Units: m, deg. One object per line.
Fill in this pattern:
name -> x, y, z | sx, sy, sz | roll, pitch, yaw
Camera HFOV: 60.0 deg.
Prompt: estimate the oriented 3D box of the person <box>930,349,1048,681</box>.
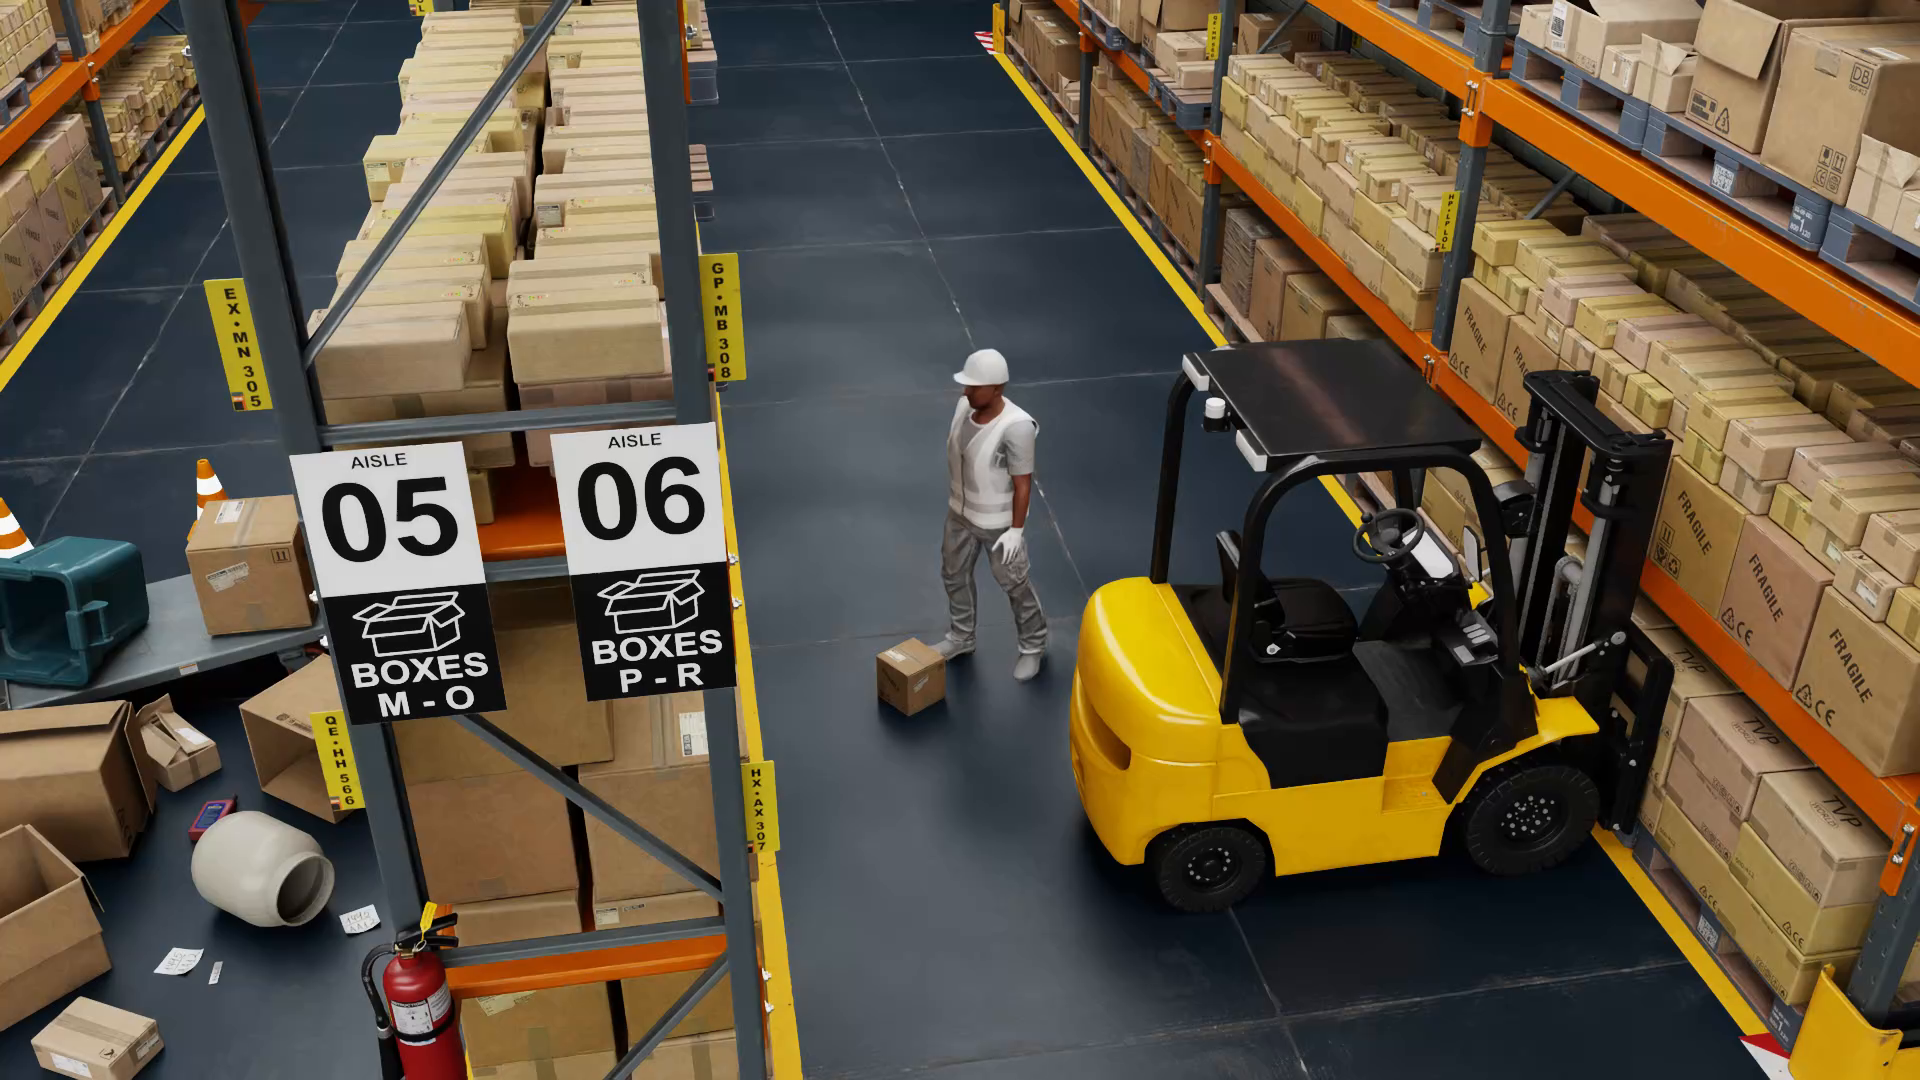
person -> 0.146, -0.122, 8.355 | 0.544, 1.800, 0.563 | -22, 37, -33
